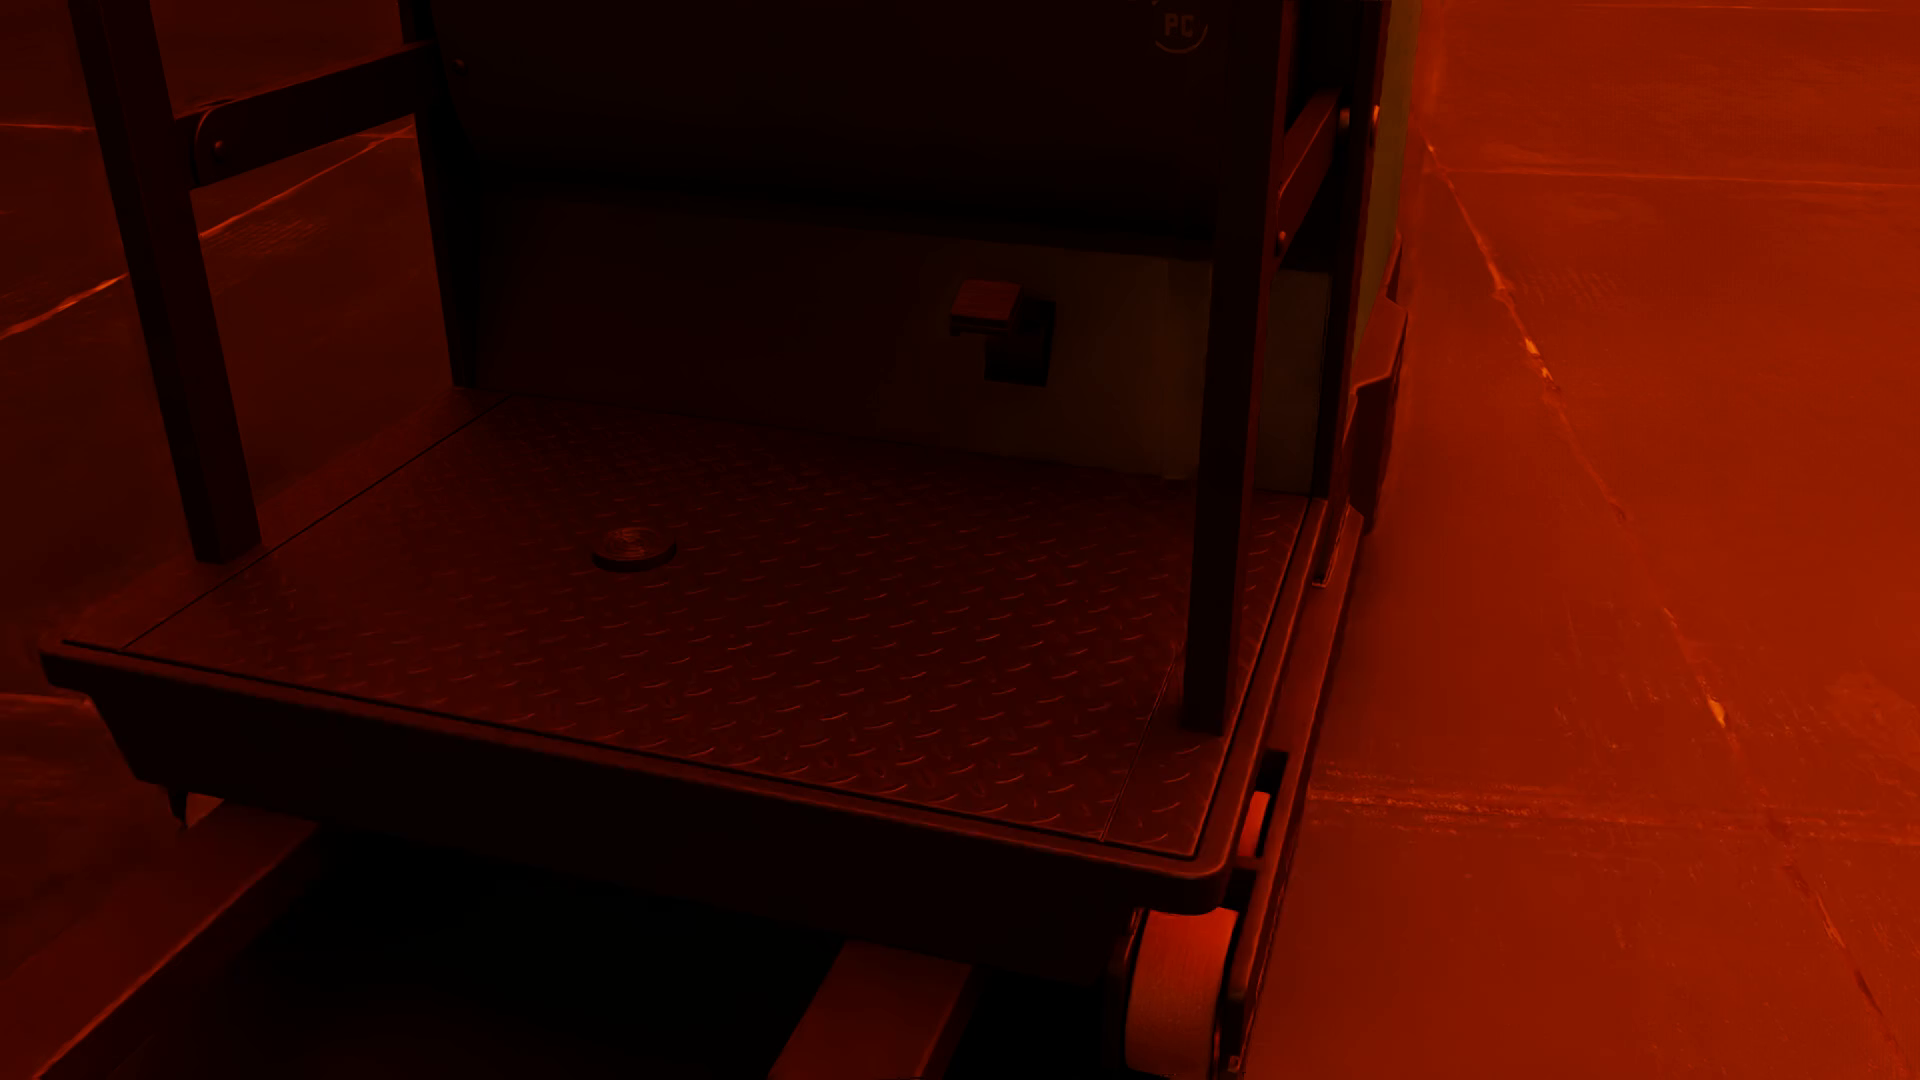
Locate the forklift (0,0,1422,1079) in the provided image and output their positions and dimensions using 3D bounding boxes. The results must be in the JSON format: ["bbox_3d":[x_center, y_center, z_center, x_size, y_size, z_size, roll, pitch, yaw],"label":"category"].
[{"bbox_3d":[-0.182,-1.021,1.263,1.130,2.935,3.031,8,28,16],"label":"forklift"}]
